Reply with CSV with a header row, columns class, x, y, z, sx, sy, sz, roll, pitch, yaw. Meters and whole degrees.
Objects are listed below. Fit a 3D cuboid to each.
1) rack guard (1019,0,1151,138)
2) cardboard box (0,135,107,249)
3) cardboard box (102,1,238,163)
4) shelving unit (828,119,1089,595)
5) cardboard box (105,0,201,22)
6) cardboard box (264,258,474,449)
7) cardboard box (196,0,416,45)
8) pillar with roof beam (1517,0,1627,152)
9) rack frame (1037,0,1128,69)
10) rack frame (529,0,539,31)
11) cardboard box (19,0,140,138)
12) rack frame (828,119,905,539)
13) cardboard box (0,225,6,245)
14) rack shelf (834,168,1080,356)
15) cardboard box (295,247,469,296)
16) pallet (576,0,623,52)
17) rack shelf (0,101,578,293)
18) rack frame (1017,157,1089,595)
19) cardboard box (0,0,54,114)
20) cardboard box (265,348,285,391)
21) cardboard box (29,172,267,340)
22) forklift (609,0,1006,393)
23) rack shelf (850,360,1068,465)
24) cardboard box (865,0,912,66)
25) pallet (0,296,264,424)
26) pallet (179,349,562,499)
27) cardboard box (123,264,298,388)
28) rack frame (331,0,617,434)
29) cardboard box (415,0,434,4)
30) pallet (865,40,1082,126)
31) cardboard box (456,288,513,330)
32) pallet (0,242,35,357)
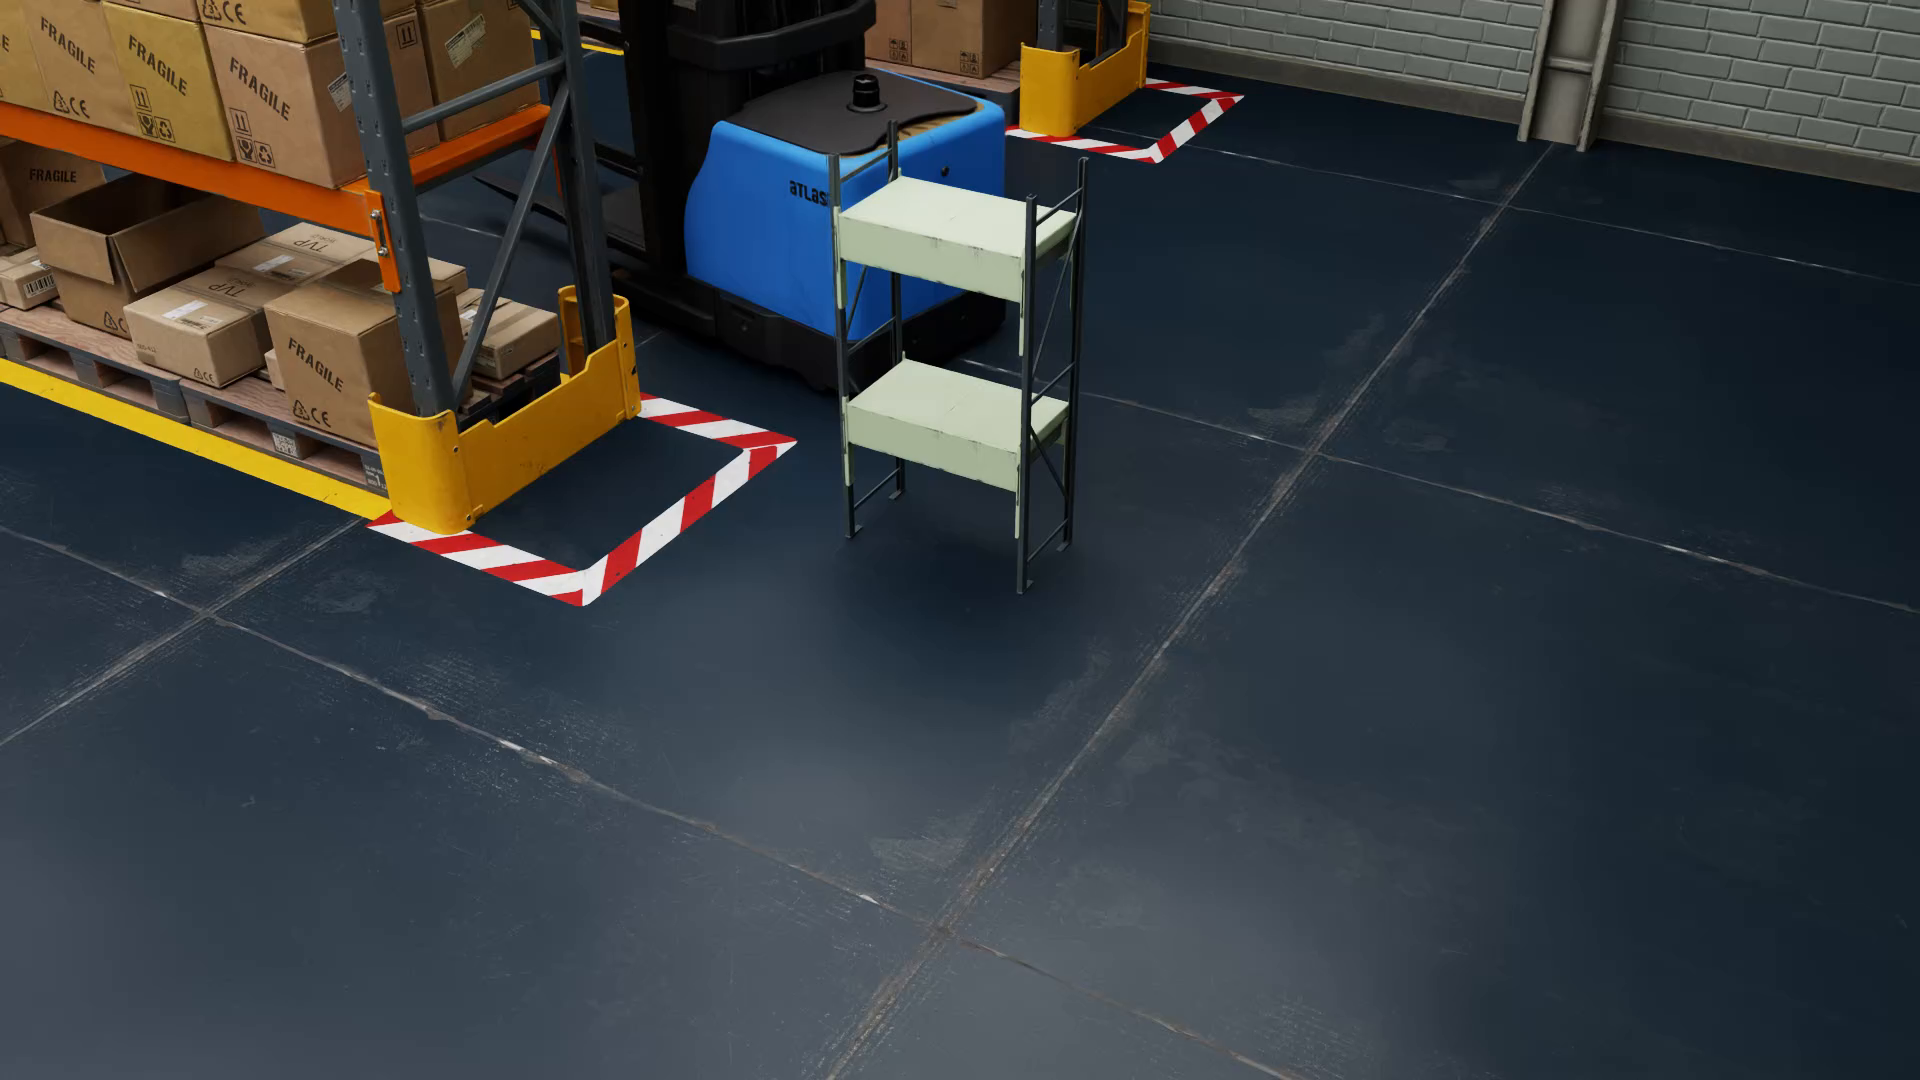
class,x,y,z,sx,sy,sz,roll,pitch,yaw
rack guard,0.770,-2.899,10.152,0.348,0.500,1.175,18,37,24
cardboard box,-4.543,-1.783,8.080,0.500,0.500,0.500,18,37,24
cardboard box,-2.681,-1.736,6.060,0.500,0.500,0.500,18,38,25
shelving unit,-0.006,-0.626,5.837,0.755,1.500,0.431,18,37,24
cardboard box,-2.667,-2.147,5.776,0.500,0.500,0.500,19,38,26
cardboard box,-2.300,-0.734,6.505,0.500,0.500,0.500,18,37,24
cardboard box,-2.228,-2.009,5.568,0.500,0.500,0.500,17,37,24
pillar with roof beam,1.387,-4.045,4.205,0.400,9.000,9.100,18,37,24
rack frame,0.749,-3.946,9.469,0.127,3.000,1.000,18,37,24
rack frame,-2.724,-5.046,11.121,0.127,3.000,1.000,18,37,24
cardboard box,-3.112,-1.875,6.270,0.500,0.500,0.500,18,38,25
rack frame,-0.324,-0.727,5.988,0.023,1.500,0.400,18,37,24
cardboard box,-4.921,-1.505,7.833,0.500,0.311,0.500,18,37,24
rack shelf,-0.006,-0.951,5.621,0.720,0.370,0.431,18,37,24
cardboard box,-2.471,-1.023,7.164,0.500,0.250,0.500,18,37,24
pallet,-2.102,-3.638,11.523,1.213,0.211,1.003,18,37,24
rack shelf,-3.442,-1.811,6.913,4.000,0.370,1.077,18,37,24
rack frame,0.312,-0.525,5.686,0.023,1.500,0.400,18,37,24
cardboard box,-3.549,-2.014,6.478,0.500,0.500,0.500,17,37,24
cardboard box,-2.607,-0.750,6.830,0.250,0.166,0.380,18,37,24
cardboard box,-3.545,-1.291,7.337,0.637,0.503,0.797,18,37,24
forklift,-1.221,-2.535,7.413,3.031,2.935,1.130,27,42,34
rack shelf,-0.006,-0.436,5.964,0.686,0.124,0.368,18,37,24
cardboard box,-0.343,-3.362,10.469,0.500,0.500,0.700,17,37,24
pallet,-3.519,-0.976,7.525,1.213,0.211,1.003,18,37,24
pallet,-2.464,-0.640,7.020,1.213,0.211,1.003,18,37,24
cardboard box,-3.110,-0.906,6.988,0.500,0.250,0.500,18,37,24
rack frame,-1.705,-1.561,5.888,0.127,3.000,1.000,18,37,24
cardboard box,-1.960,-2.267,5.956,0.500,0.500,0.500,19,38,26
pallet,0.016,-2.967,10.515,1.213,0.211,1.003,18,37,24
cardboard box,-2.115,-0.914,7.075,0.250,0.166,0.380,18,37,24
pallet,-4.582,-1.311,8.028,1.213,0.211,1.003,18,37,24
